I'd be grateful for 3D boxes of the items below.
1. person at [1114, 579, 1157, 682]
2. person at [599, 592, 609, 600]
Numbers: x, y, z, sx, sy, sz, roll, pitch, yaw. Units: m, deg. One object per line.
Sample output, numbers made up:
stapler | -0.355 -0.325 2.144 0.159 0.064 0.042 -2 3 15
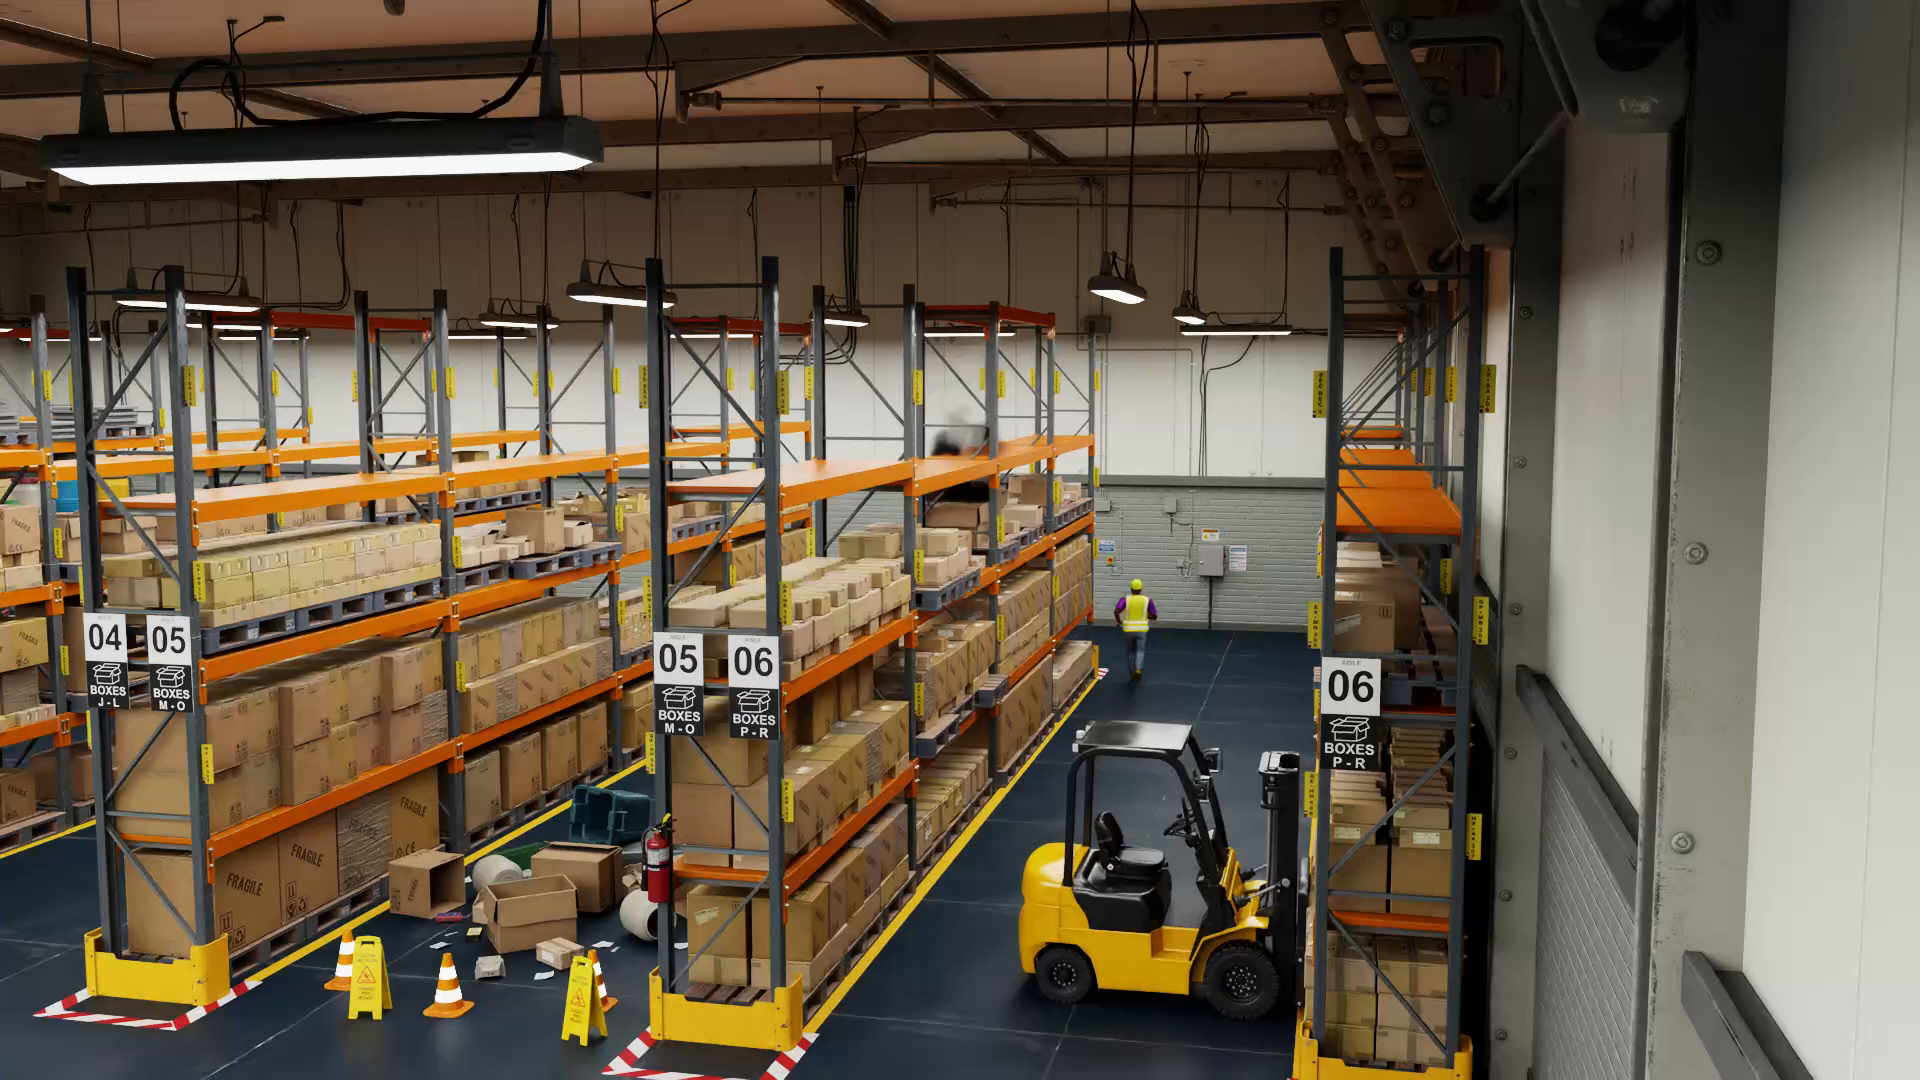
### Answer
person | 2.891 1.522 27.349 0.700 1.772 0.963 1 6 7
person | -5.573 1.638 26.376 0.645 1.693 0.867 1 6 6
